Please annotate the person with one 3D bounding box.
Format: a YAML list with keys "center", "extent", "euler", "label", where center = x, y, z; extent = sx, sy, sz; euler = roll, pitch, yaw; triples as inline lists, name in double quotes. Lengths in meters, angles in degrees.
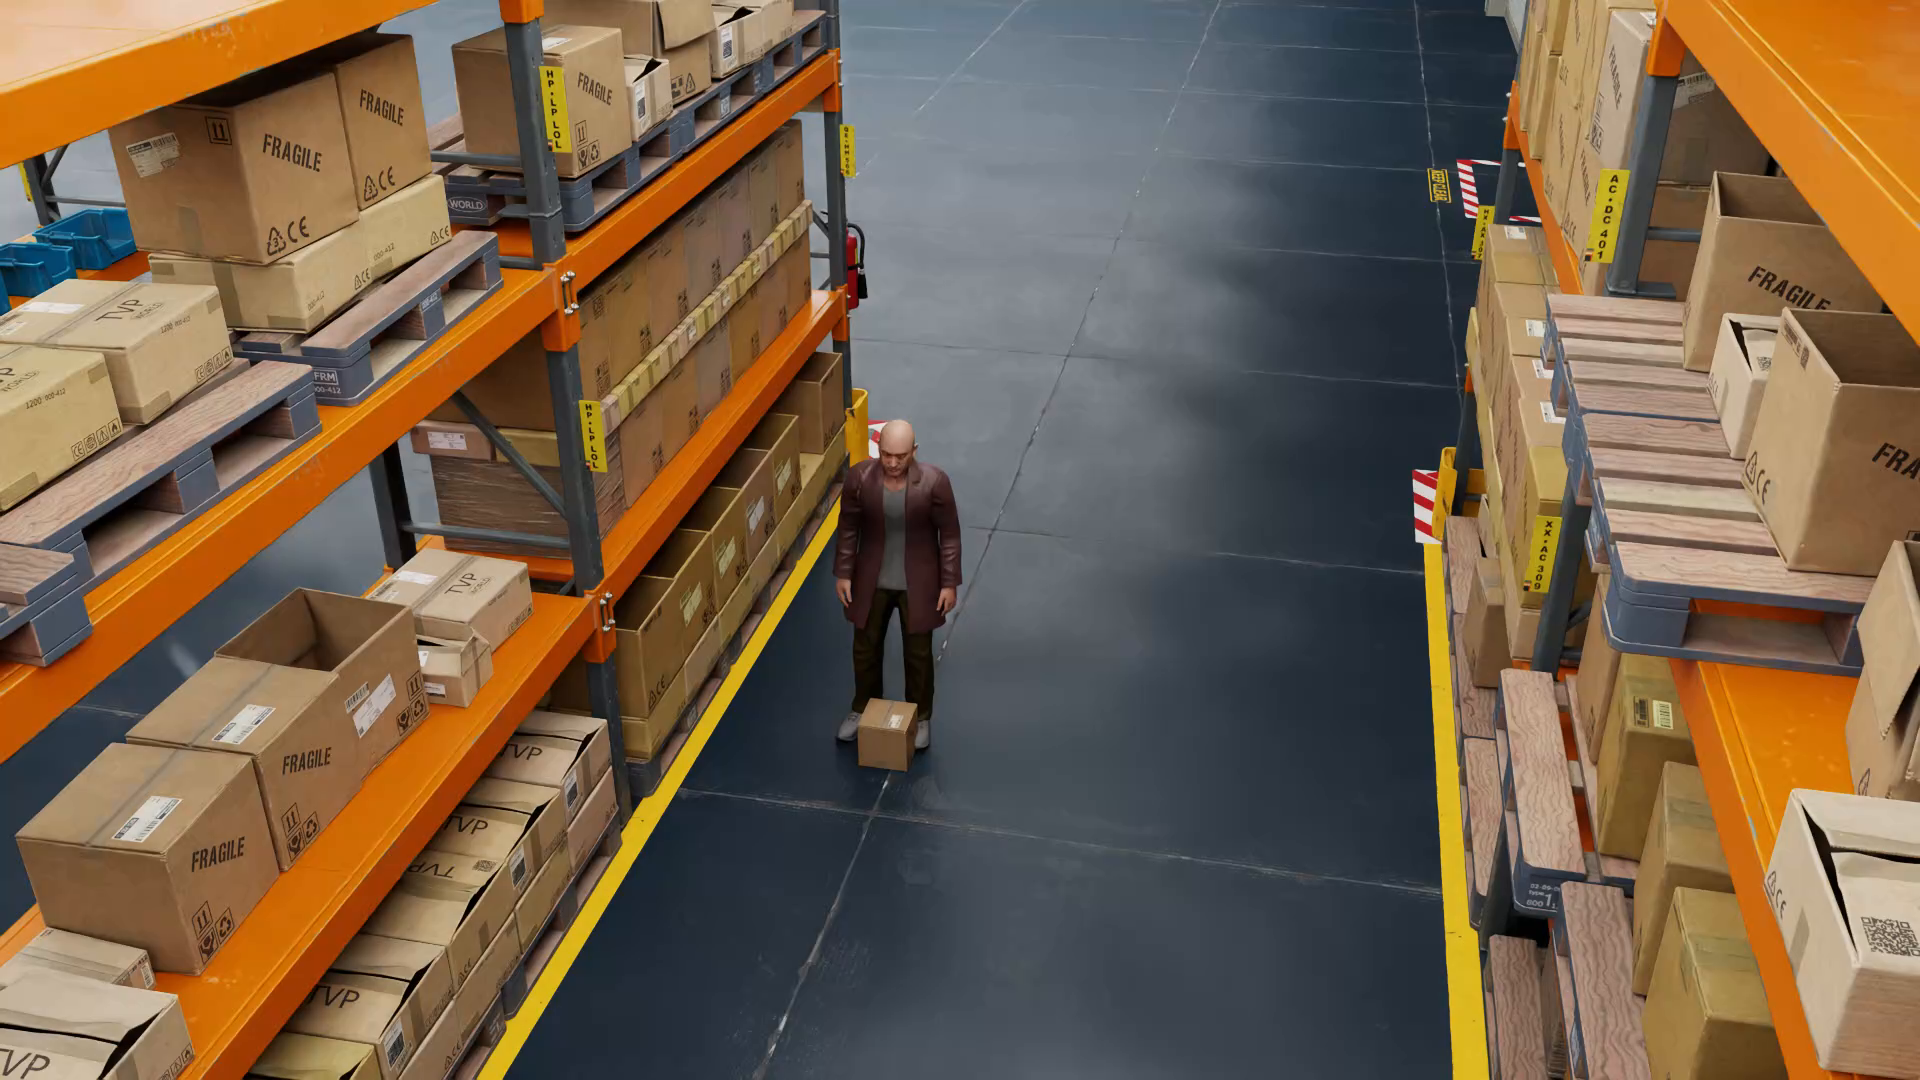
- center: [-0.310, 0.203, 8.264]
  extent: [0.653, 1.774, 0.422]
  euler: [5, 29, 8]
  label: "person"
